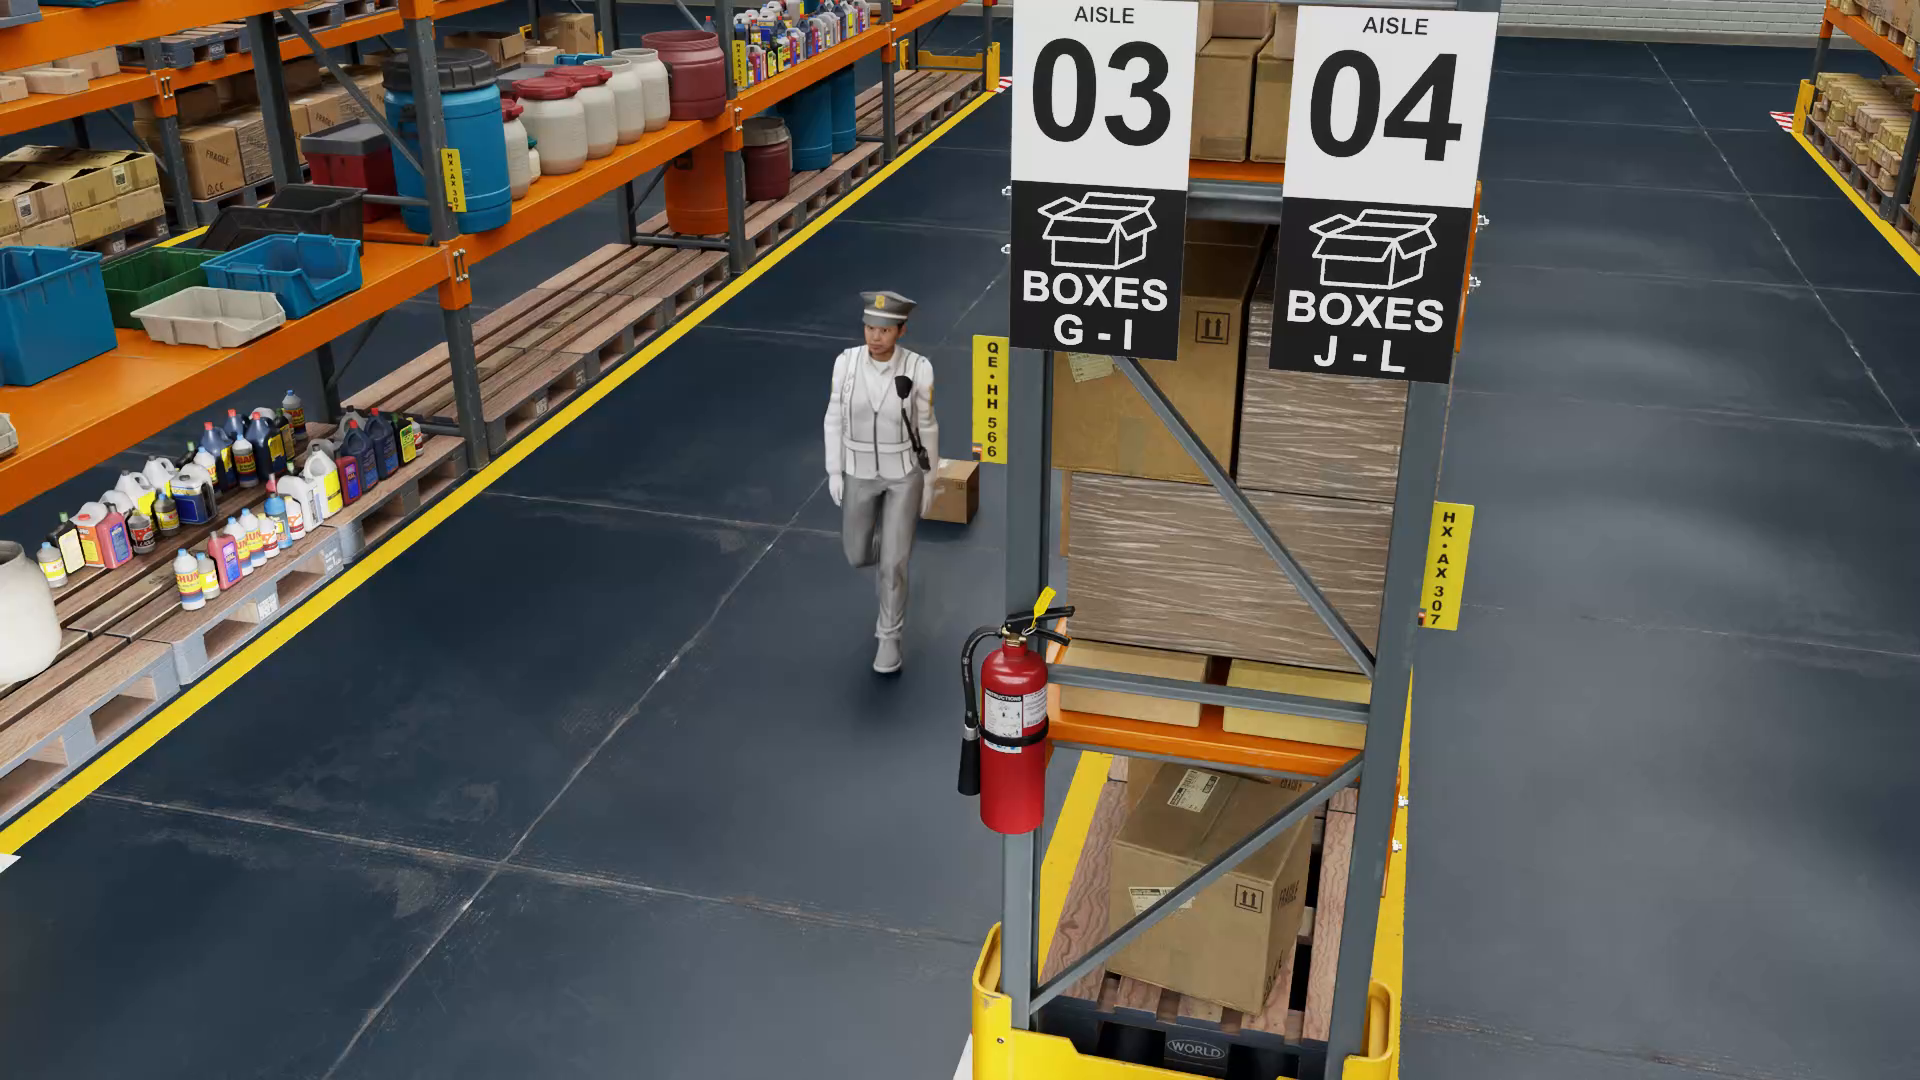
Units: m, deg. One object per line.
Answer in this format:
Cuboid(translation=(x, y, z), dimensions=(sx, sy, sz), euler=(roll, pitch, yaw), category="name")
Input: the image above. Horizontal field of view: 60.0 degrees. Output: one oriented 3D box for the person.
Cuboid(translation=(-0.329, -0.318, 7.212), dimensions=(0.495, 1.662, 0.732), euler=(4, 26, 9), category="person")
